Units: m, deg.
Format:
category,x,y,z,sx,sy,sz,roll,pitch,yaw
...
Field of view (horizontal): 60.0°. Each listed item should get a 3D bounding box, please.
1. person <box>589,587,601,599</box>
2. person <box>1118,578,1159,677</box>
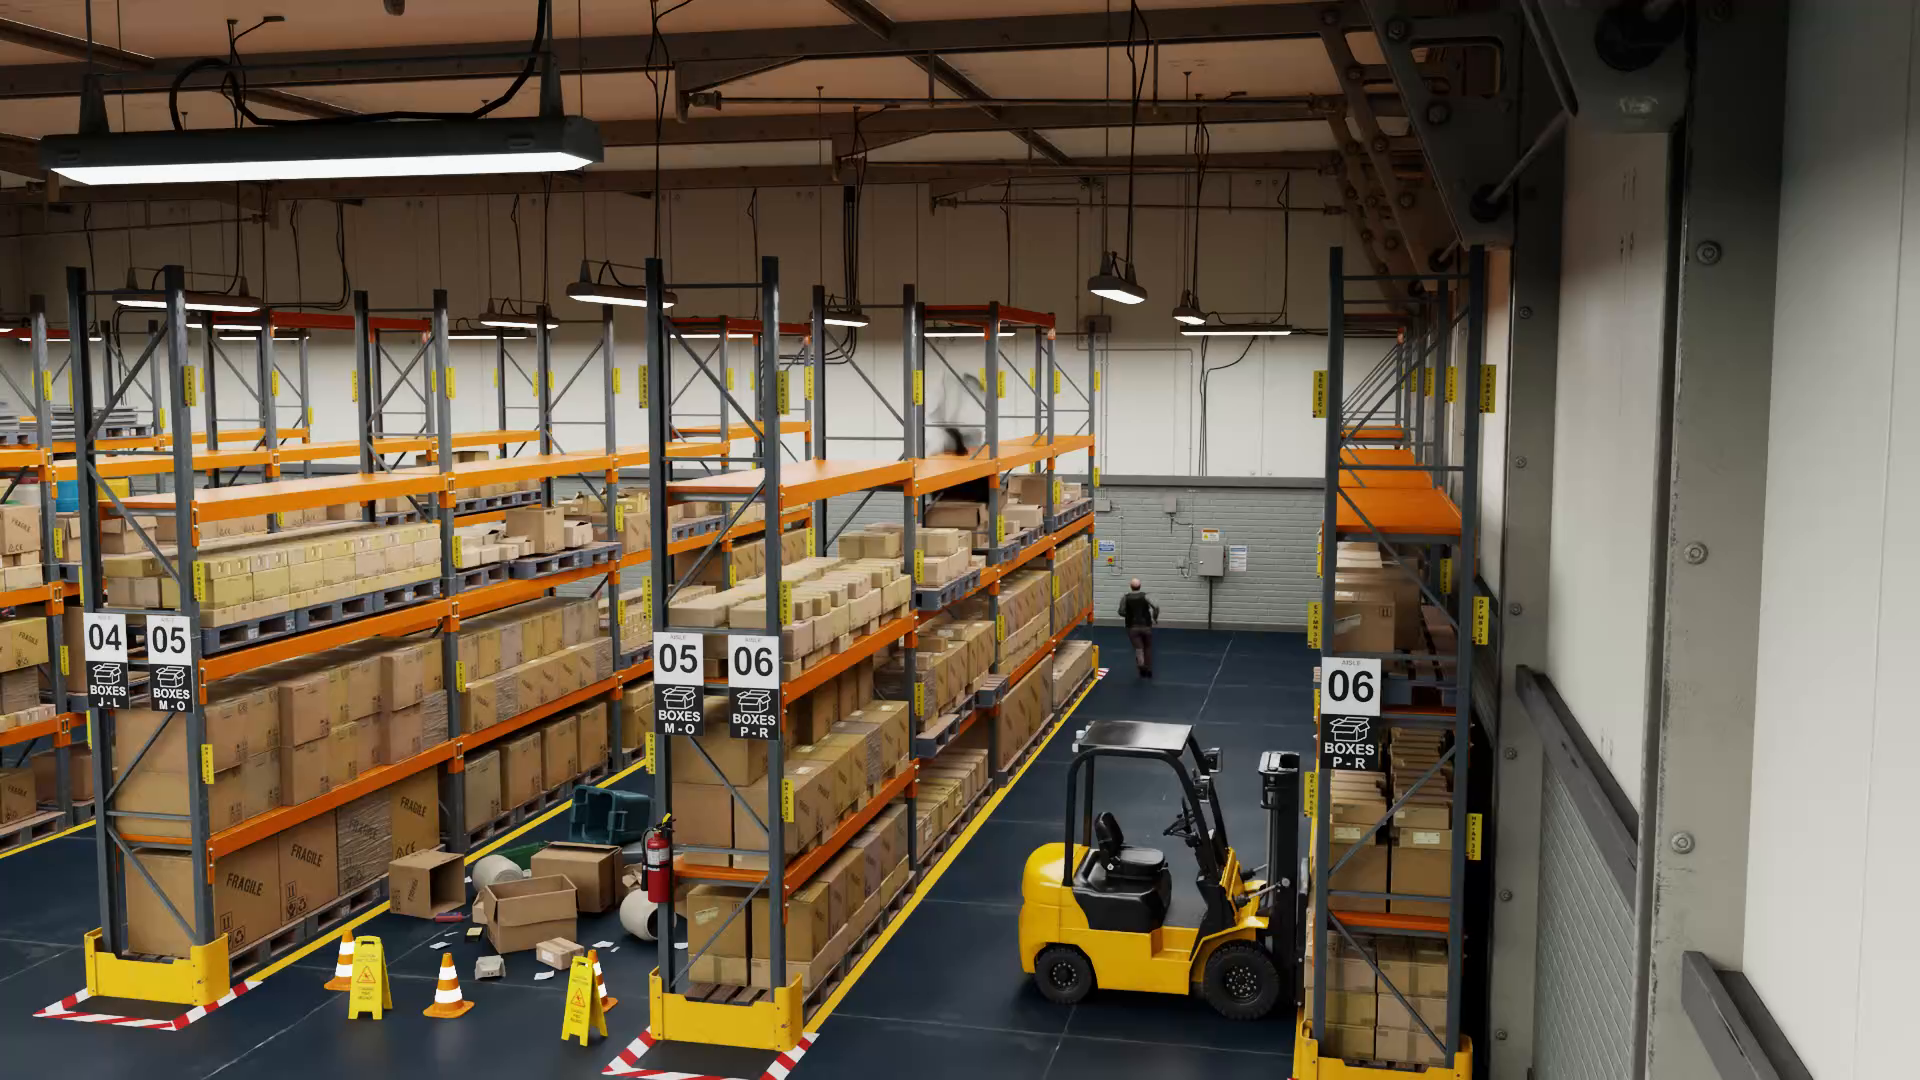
category,x,y,z,sx,sy,sz,roll,pitch,yaw
person,-5.695,1.638,26.038,0.698,1.819,1.001,2,6,15
person,2.994,1.502,27.977,0.686,1.715,0.884,0,6,4
